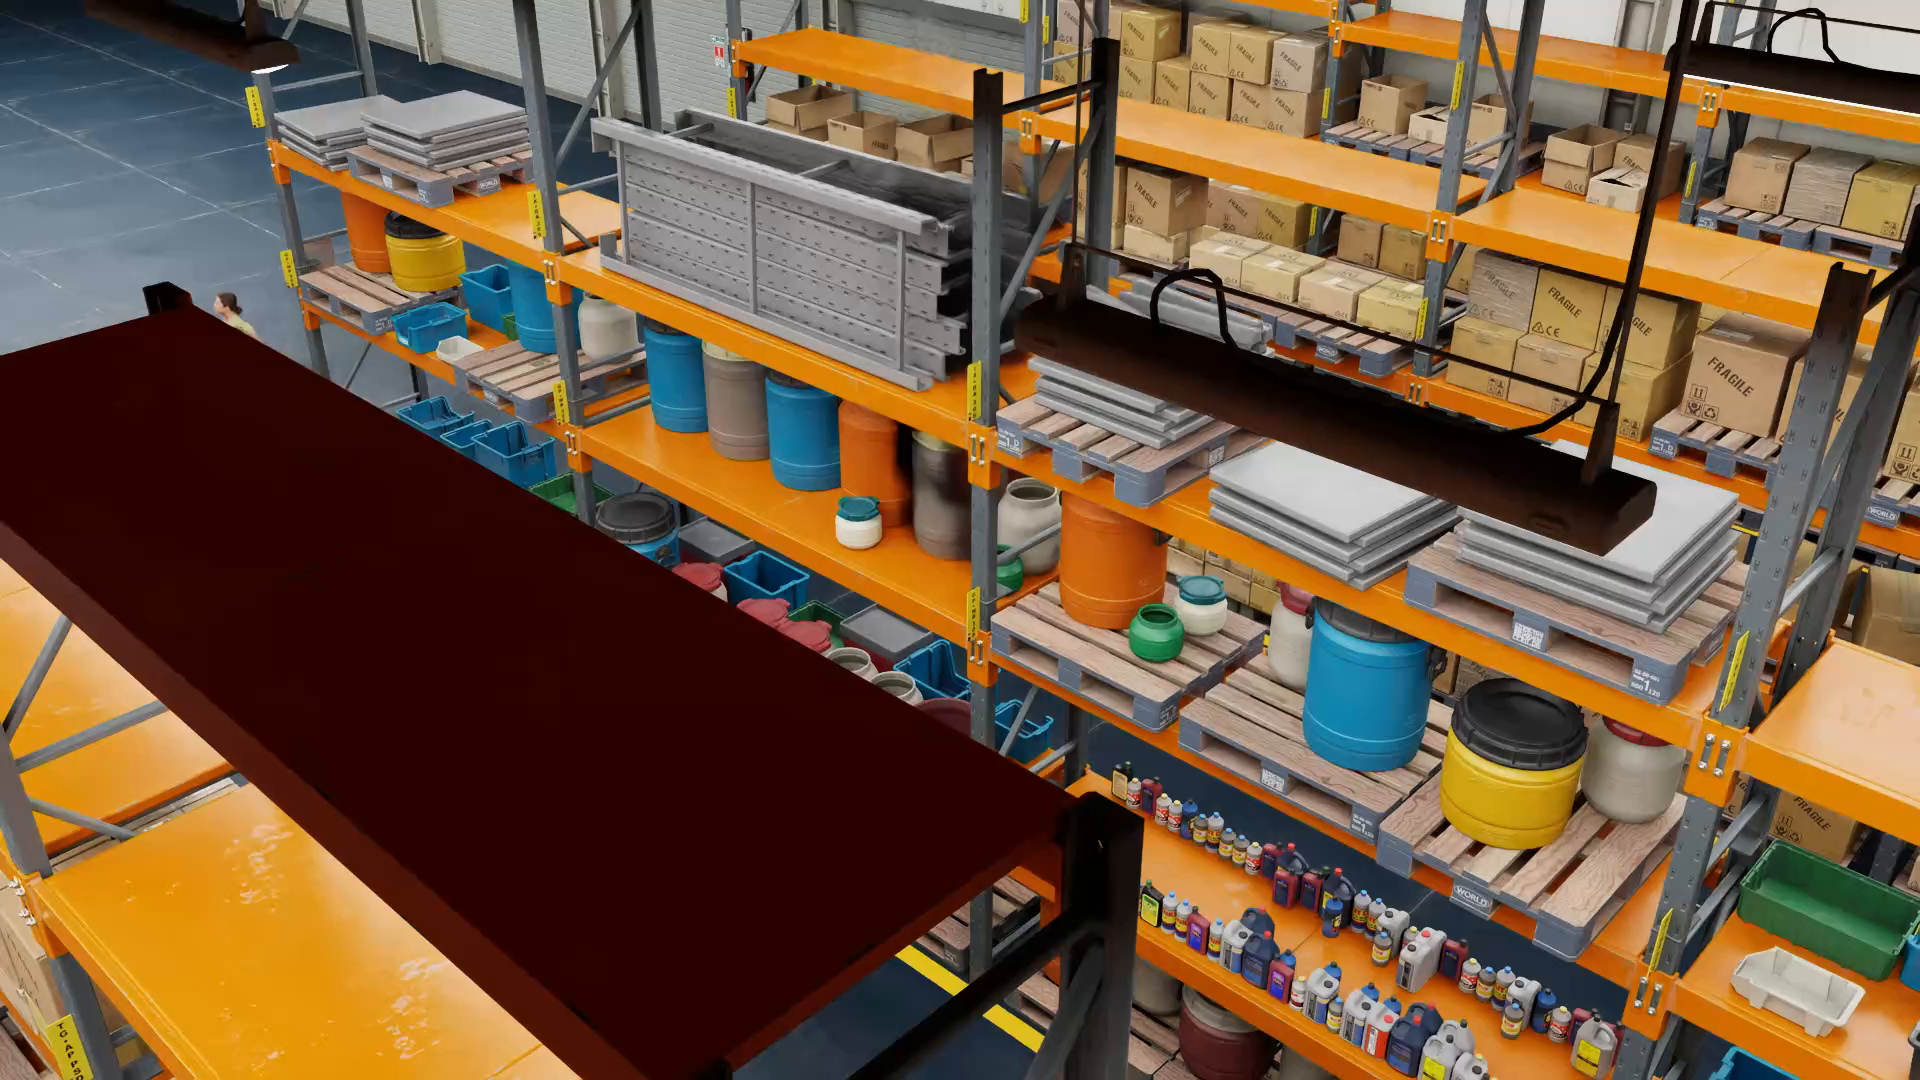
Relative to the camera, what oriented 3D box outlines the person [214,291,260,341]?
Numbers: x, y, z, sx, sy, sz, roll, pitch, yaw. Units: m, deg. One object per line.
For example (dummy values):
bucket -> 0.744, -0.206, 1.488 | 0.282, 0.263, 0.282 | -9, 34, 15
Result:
person -> -7.707, -1.892, 17.901 | 0.899, 1.676, 0.576 | -13, 32, -21
